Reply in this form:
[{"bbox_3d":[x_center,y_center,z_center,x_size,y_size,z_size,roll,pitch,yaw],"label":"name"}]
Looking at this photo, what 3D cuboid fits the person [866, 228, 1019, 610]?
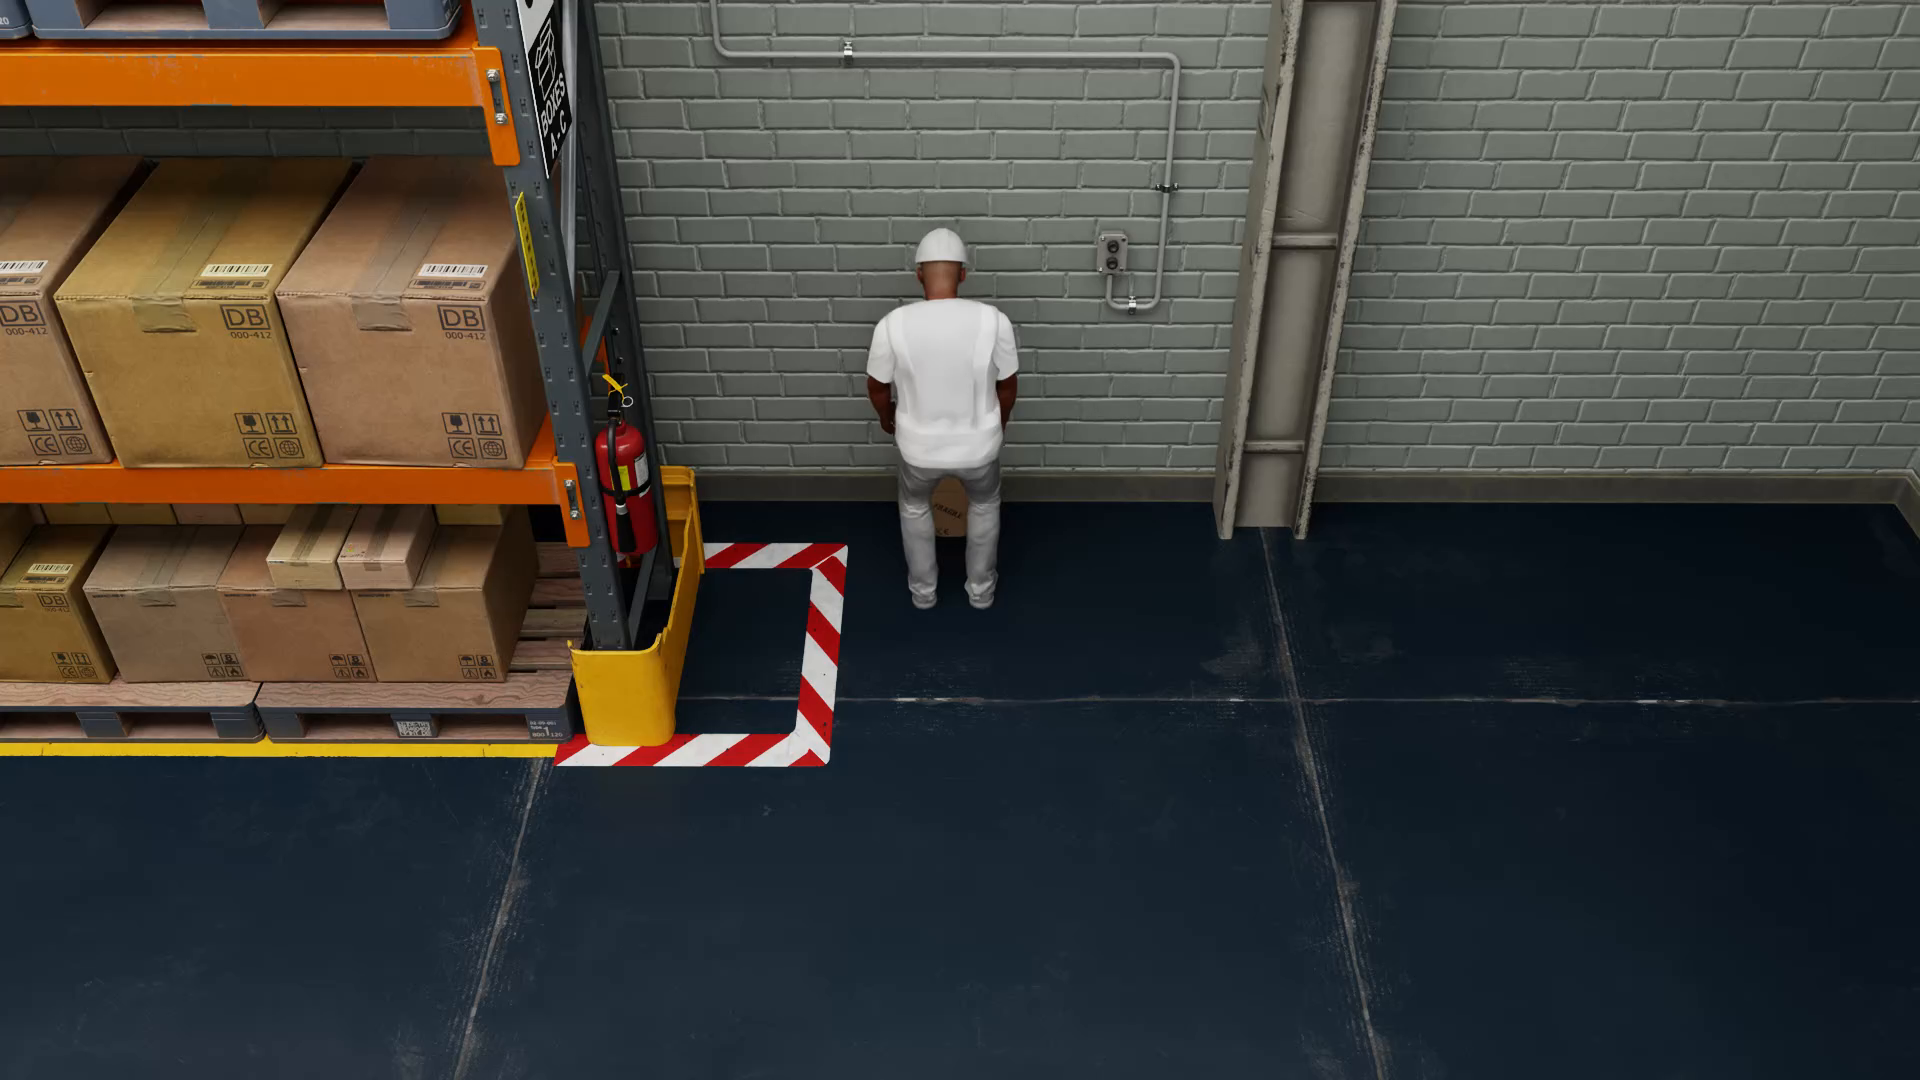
[{"bbox_3d":[-0.069,-0.447,6.750,0.602,1.682,0.511,1,39,1],"label":"person"}]
